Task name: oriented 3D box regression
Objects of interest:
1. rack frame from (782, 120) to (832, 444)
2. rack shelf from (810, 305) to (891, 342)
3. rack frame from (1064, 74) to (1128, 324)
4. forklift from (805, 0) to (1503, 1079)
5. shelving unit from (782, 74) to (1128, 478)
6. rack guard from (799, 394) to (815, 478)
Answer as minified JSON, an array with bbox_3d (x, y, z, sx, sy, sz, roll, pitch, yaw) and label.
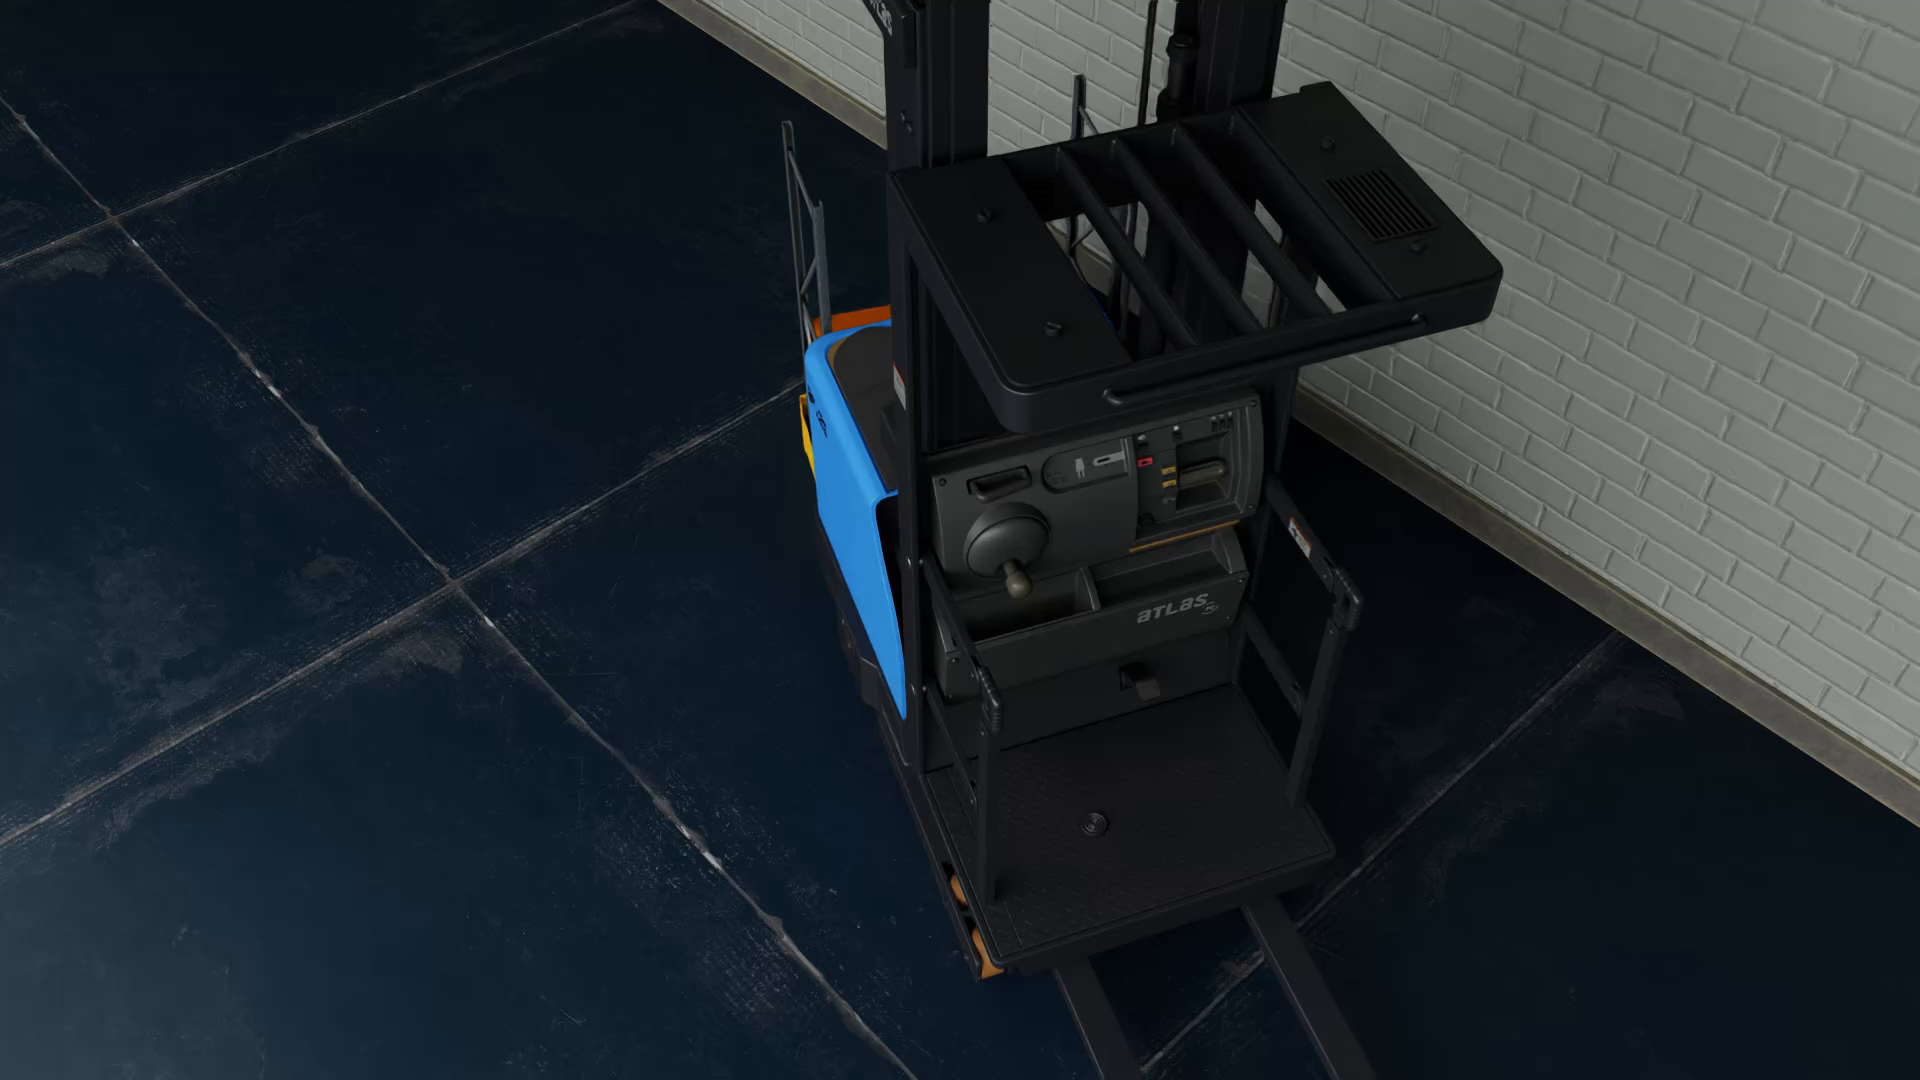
[{"bbox_3d":[-0.507,-0.699,5.875,0.032,1.500,0.500,-12,48,-11],"label":"rack frame"},{"bbox_3d":[-0.017,-0.679,6.100,1.000,0.185,0.538,-12,48,-11],"label":"rack shelf"},{"bbox_3d":[0.472,-0.902,6.062,0.032,1.500,0.500,-12,48,-11],"label":"rack frame"},{"bbox_3d":[0.451,-0.022,4.276,1.130,2.935,3.031,-15,49,-13],"label":"forklift"},{"bbox_3d":[-0.026,-0.799,5.966,1.083,1.500,0.587,-12,48,-11],"label":"shelving unit"},{"bbox_3d":[-0.506,-0.276,6.334,0.087,0.250,0.587,-12,48,-11],"label":"rack guard"}]
